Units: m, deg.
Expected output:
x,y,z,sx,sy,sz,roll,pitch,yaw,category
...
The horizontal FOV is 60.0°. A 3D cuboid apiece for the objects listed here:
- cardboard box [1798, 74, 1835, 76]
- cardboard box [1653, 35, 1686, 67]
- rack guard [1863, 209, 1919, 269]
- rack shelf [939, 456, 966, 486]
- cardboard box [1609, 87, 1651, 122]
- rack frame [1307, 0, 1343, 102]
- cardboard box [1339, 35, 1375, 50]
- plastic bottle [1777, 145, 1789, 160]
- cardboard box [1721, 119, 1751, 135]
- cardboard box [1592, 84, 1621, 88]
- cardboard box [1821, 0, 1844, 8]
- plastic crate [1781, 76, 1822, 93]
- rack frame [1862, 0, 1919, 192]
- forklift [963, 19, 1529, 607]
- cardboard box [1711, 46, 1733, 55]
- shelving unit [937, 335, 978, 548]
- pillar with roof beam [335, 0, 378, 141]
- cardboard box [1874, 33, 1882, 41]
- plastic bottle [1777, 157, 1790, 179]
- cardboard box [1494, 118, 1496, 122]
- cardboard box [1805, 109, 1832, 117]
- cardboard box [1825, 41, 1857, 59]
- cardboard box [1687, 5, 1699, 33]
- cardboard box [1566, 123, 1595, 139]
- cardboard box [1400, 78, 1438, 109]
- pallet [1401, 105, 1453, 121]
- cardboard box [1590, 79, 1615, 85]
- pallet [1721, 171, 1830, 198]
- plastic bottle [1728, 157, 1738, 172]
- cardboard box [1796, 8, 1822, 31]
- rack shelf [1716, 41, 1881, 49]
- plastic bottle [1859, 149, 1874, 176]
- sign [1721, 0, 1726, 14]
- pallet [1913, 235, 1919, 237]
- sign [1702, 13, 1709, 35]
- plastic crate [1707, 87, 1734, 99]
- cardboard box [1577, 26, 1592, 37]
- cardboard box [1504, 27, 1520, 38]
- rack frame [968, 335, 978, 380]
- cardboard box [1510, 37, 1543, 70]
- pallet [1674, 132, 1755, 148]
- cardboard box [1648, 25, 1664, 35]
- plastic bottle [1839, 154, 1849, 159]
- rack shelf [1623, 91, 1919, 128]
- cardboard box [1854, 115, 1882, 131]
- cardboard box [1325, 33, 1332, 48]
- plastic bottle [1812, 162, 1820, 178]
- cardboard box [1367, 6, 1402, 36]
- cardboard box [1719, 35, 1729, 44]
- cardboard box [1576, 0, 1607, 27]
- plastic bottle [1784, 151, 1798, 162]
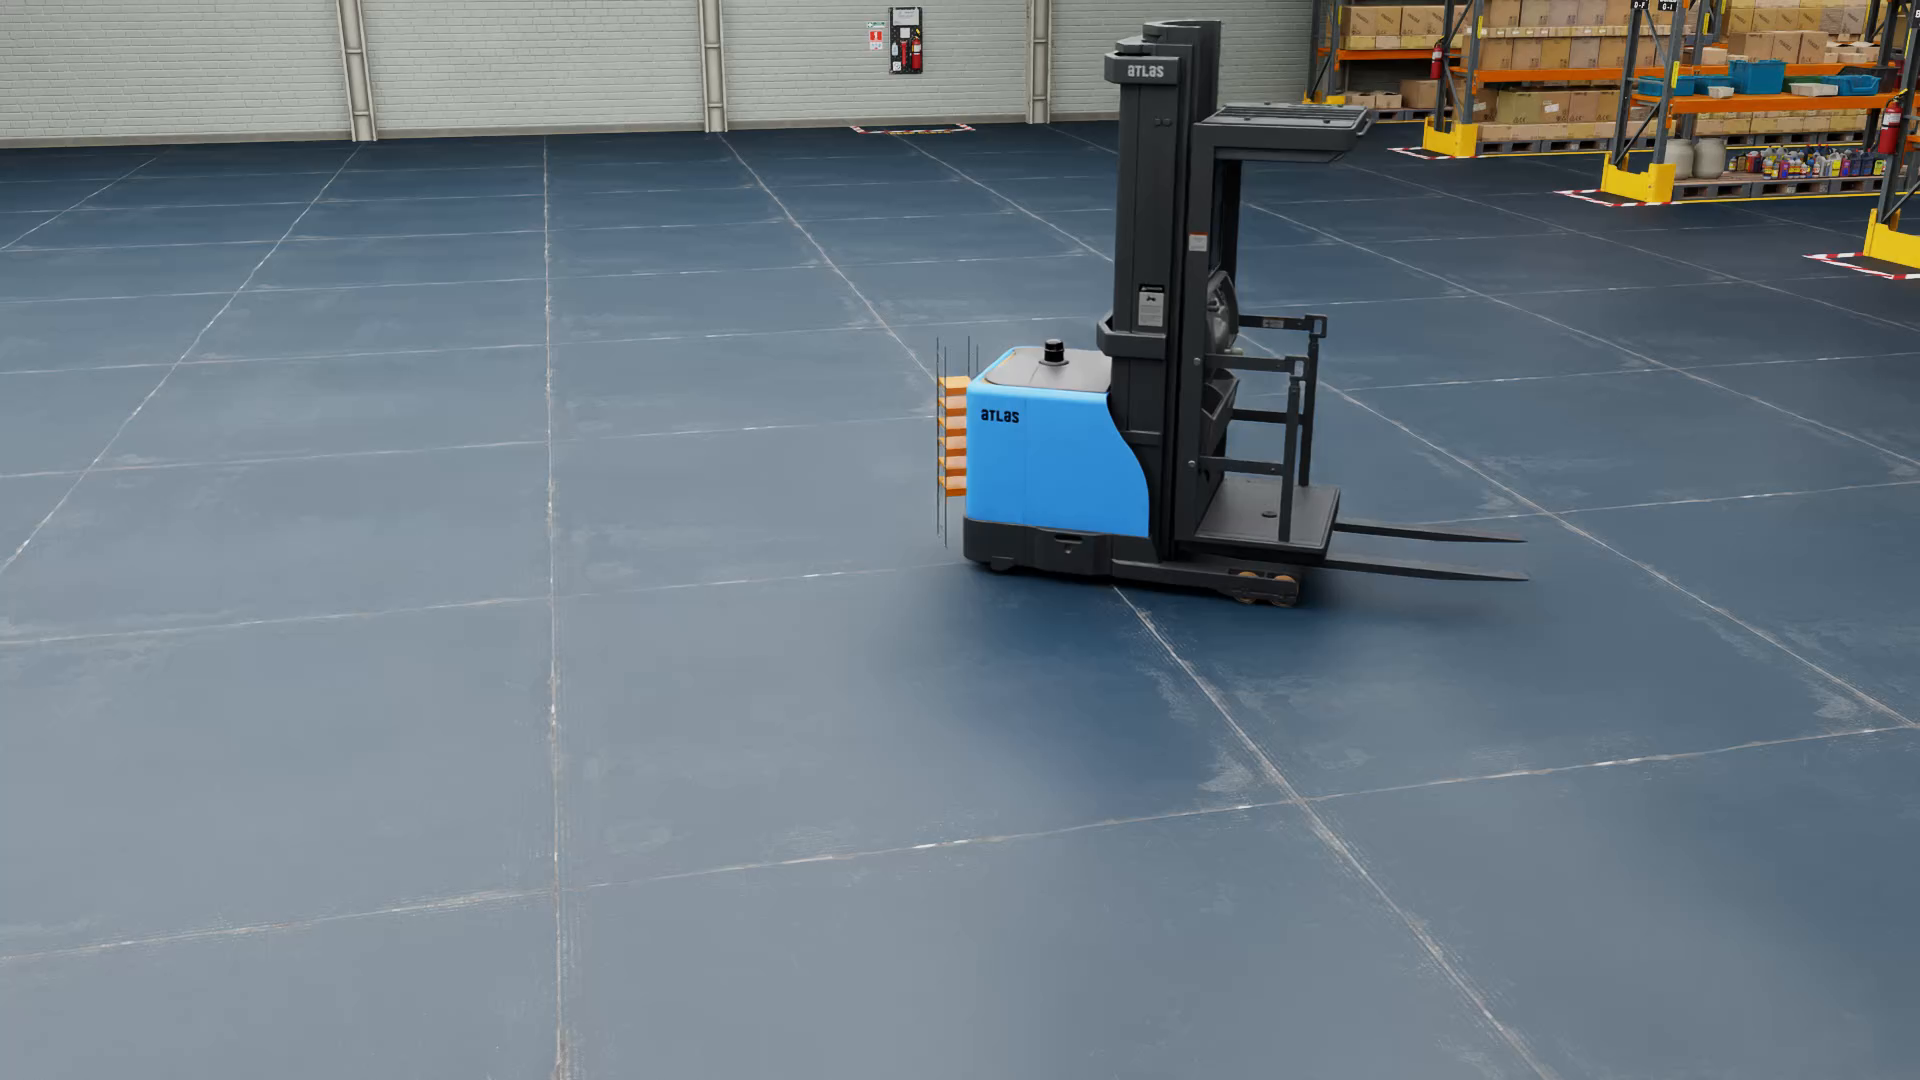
x,y,z,sx,sy,sz,roll,pitch,yaw,category
17.021,-9.339,33.463,0.750,0.750,0.750,-4,20,-11,cardboard box
11.416,-8.036,27.246,0.500,0.500,0.700,-5,21,-14,cardboard box
10.304,-3.226,17.894,0.348,0.500,1.175,-5,21,-12,rack guard
-0.017,-0.409,9.663,0.180,0.103,0.258,-4,21,-12,rack shelf
10.956,-7.139,27.239,0.500,0.500,0.500,-5,21,-12,cardboard box
6.810,-9.368,31.026,0.127,3.000,1.000,-5,21,-12,rack frame
7.358,-9.239,30.864,0.500,0.250,0.500,-5,21,-14,cardboard box
11.504,-5.357,23.290,0.185,0.351,0.144,-5,21,-13,plastic bottle
12.794,-6.921,27.736,0.500,0.250,0.500,-4,21,-11,cardboard box
10.838,-7.310,27.707,0.500,0.500,0.500,-5,21,-12,cardboard box
17.096,-10.665,32.872,0.500,0.250,0.500,-4,21,-11,cardboard box
11.597,-6.256,22.839,0.662,0.188,0.450,-5,21,-12,plastic crate
12.983,-6.368,22.838,0.127,3.000,1.000,-5,21,-12,rack frame
1.594,-1.223,8.892,3.031,2.935,1.130,6,21,16,forklift
12.660,-8.094,27.746,0.258,0.266,0.396,-5,21,-14,cardboard box
-0.017,-0.563,9.606,0.189,1.200,0.258,-4,21,-12,shelving unit
-9.234,-9.664,23.113,0.400,9.000,9.100,-5,21,-12,pillar with roof beam
18.225,-10.087,33.327,0.250,0.149,0.380,-4,21,-12,cardboard box
11.151,-5.034,22.504,0.133,0.283,0.061,-4,21,-12,plastic bottle
8.892,-6.801,27.406,0.500,0.250,0.500,-5,21,-12,cardboard box
14.290,-7.306,27.970,0.500,0.311,0.500,-5,21,-13,cardboard box
14.824,-8.295,28.228,0.500,0.311,0.500,-5,21,-13,cardboard box
14.141,-10.214,32.551,0.500,0.500,0.700,-7,21,-19,cardboard box
9.987,-6.702,27.137,0.500,0.250,0.500,-5,21,-12,cardboard box
8.785,-8.512,31.684,0.500,0.500,0.700,-6,21,-16,cardboard box
8.868,-8.212,31.926,1.213,0.211,1.003,-5,21,-12,pallet
12.413,-8.865,32.650,0.500,0.500,0.700,-4,21,-12,cardboard box
11.130,-4.922,22.943,1.213,0.211,1.003,-5,21,-12,pallet
10.776,-5.236,23.177,0.097,0.201,0.097,0,20,0,plastic bottle
16.627,-10.271,32.885,0.500,0.500,0.500,-4,21,-11,cardboard box
16.542,-9.821,33.311,4.000,0.370,1.077,-5,21,-12,rack shelf
12.422,-5.183,22.815,0.185,0.351,0.144,-5,21,-14,plastic bottle
14.730,-10.326,32.076,0.005,0.325,0.100,-5,21,-12,sign
11.103,-3.143,18.087,1.213,0.211,1.003,-5,21,-12,pallet
11.976,-8.284,26.696,0.005,0.325,0.100,-5,21,-12,sign
10.035,-5.891,21.918,0.250,0.136,0.298,-5,21,-12,plastic crate
9.881,-8.142,26.591,0.250,0.149,0.380,-4,21,-12,cardboard box
8.642,-8.042,26.319,0.250,0.149,0.380,-5,21,-14,cardboard box
0.072,-0.570,9.624,0.006,1.200,0.240,-4,21,-12,rack frame
8.921,-7.833,26.690,0.500,0.500,0.700,-4,21,-11,cardboard box
12.555,-6.788,28.039,1.213,0.211,1.003,-5,21,-12,pallet
11.136,-8.244,26.871,0.250,0.149,0.380,-5,21,-14,cardboard box
12.177,-5.181,22.917,0.135,0.276,0.152,-5,21,-12,plastic bottle
11.036,-5.872,22.529,4.000,0.370,1.077,-5,21,-12,rack shelf
15.283,-7.126,28.293,0.500,0.250,0.500,-4,21,-11,cardboard box
7.221,-9.408,31.327,0.500,0.250,0.500,-4,21,-12,cardboard box
11.654,-5.042,22.648,0.097,0.201,0.097,0,20,0,plastic bottle
7.827,-9.632,30.846,0.500,0.500,0.500,-5,21,-12,cardboard box
14.969,-9.841,32.654,0.250,0.149,0.380,-5,21,-13,cardboard box
9.951,-8.526,26.697,0.500,0.500,0.700,-5,21,-12,cardboard box
11.563,-5.275,23.173,0.135,0.276,0.152,-5,21,-12,plastic bottle
